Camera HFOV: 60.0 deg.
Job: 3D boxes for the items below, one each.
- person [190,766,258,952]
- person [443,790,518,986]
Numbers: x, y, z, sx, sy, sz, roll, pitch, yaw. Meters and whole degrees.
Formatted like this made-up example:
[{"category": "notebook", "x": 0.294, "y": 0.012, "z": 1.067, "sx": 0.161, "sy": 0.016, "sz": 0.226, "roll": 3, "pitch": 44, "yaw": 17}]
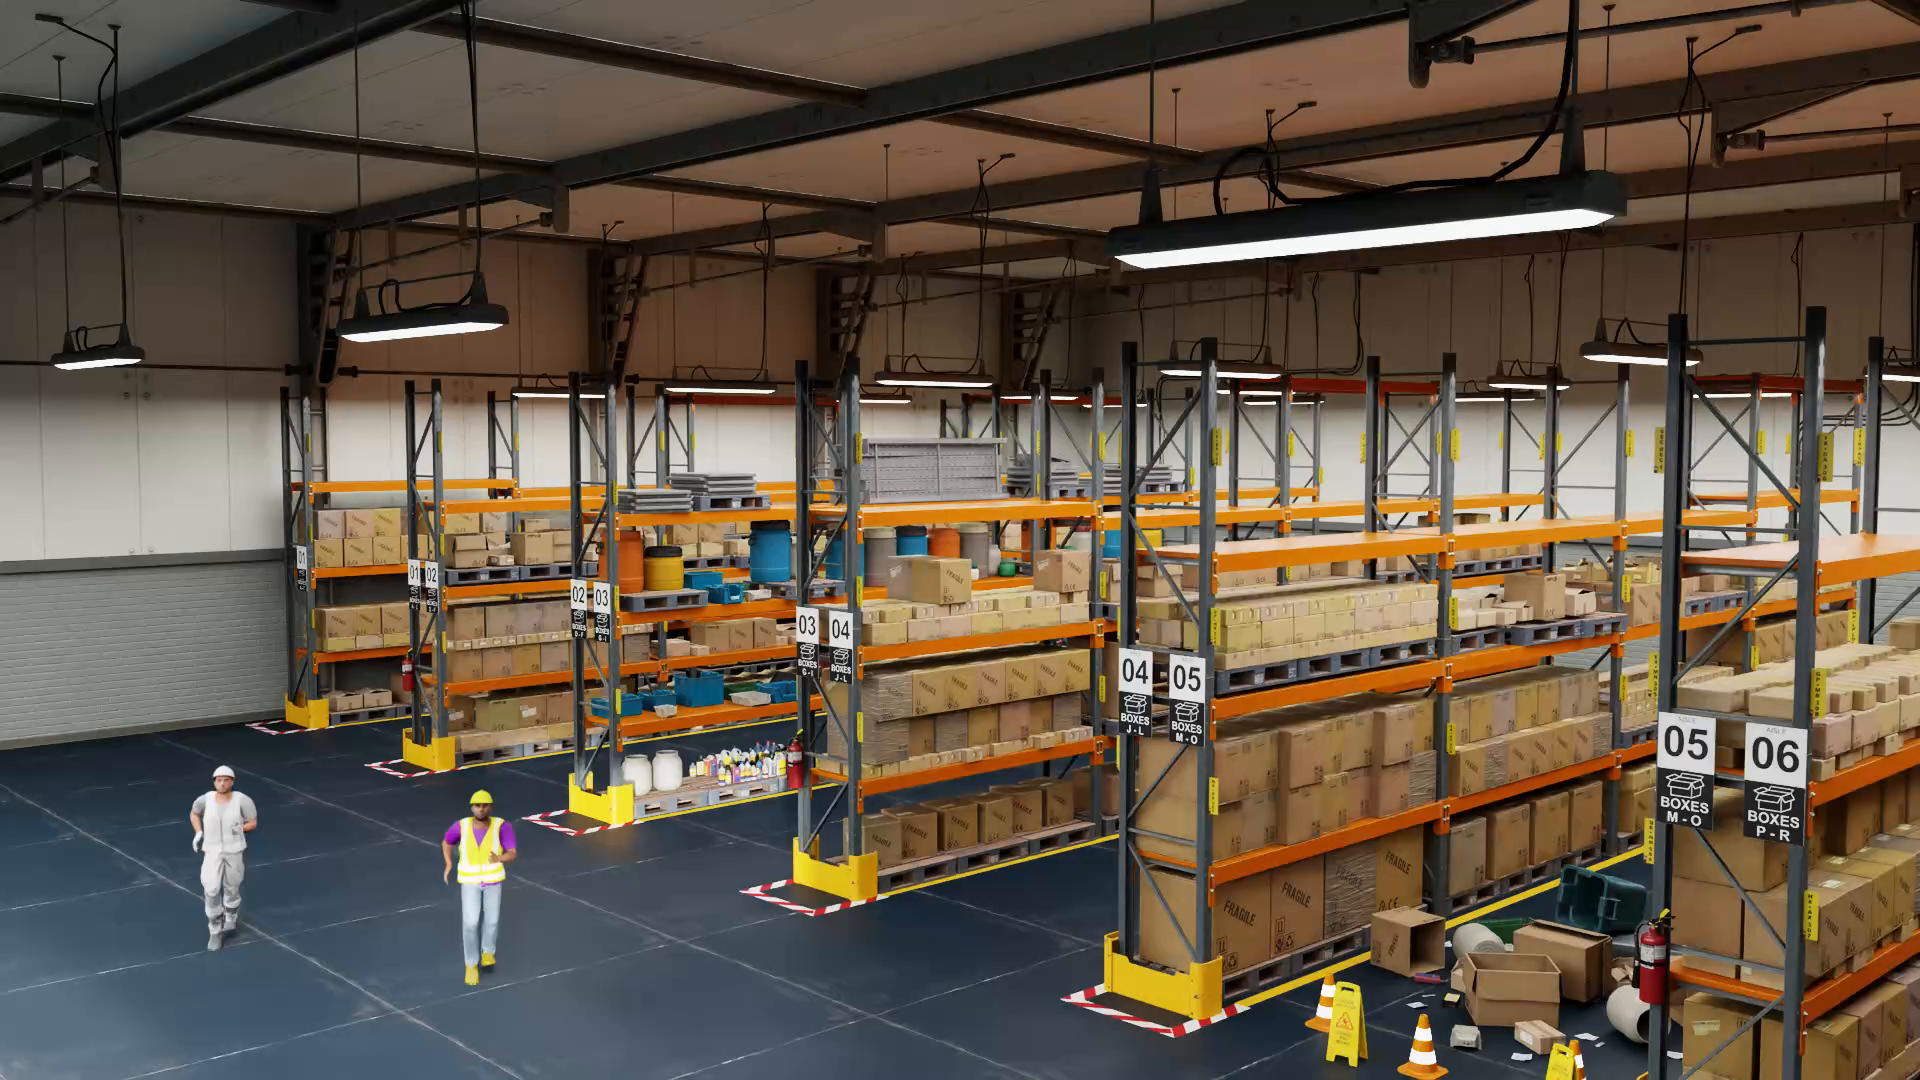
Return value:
[{"category": "person", "x": -7.451, "y": 3.199, "z": 16.847, "sx": 0.631, "sy": 1.846, "sz": 0.784, "roll": -1, "pitch": 4, "yaw": -22}, {"category": "person", "x": -4.542, "y": 3.278, "z": 15.776, "sx": 0.669, "sy": 1.823, "sz": 0.751, "roll": -1, "pitch": 4, "yaw": -19}]
